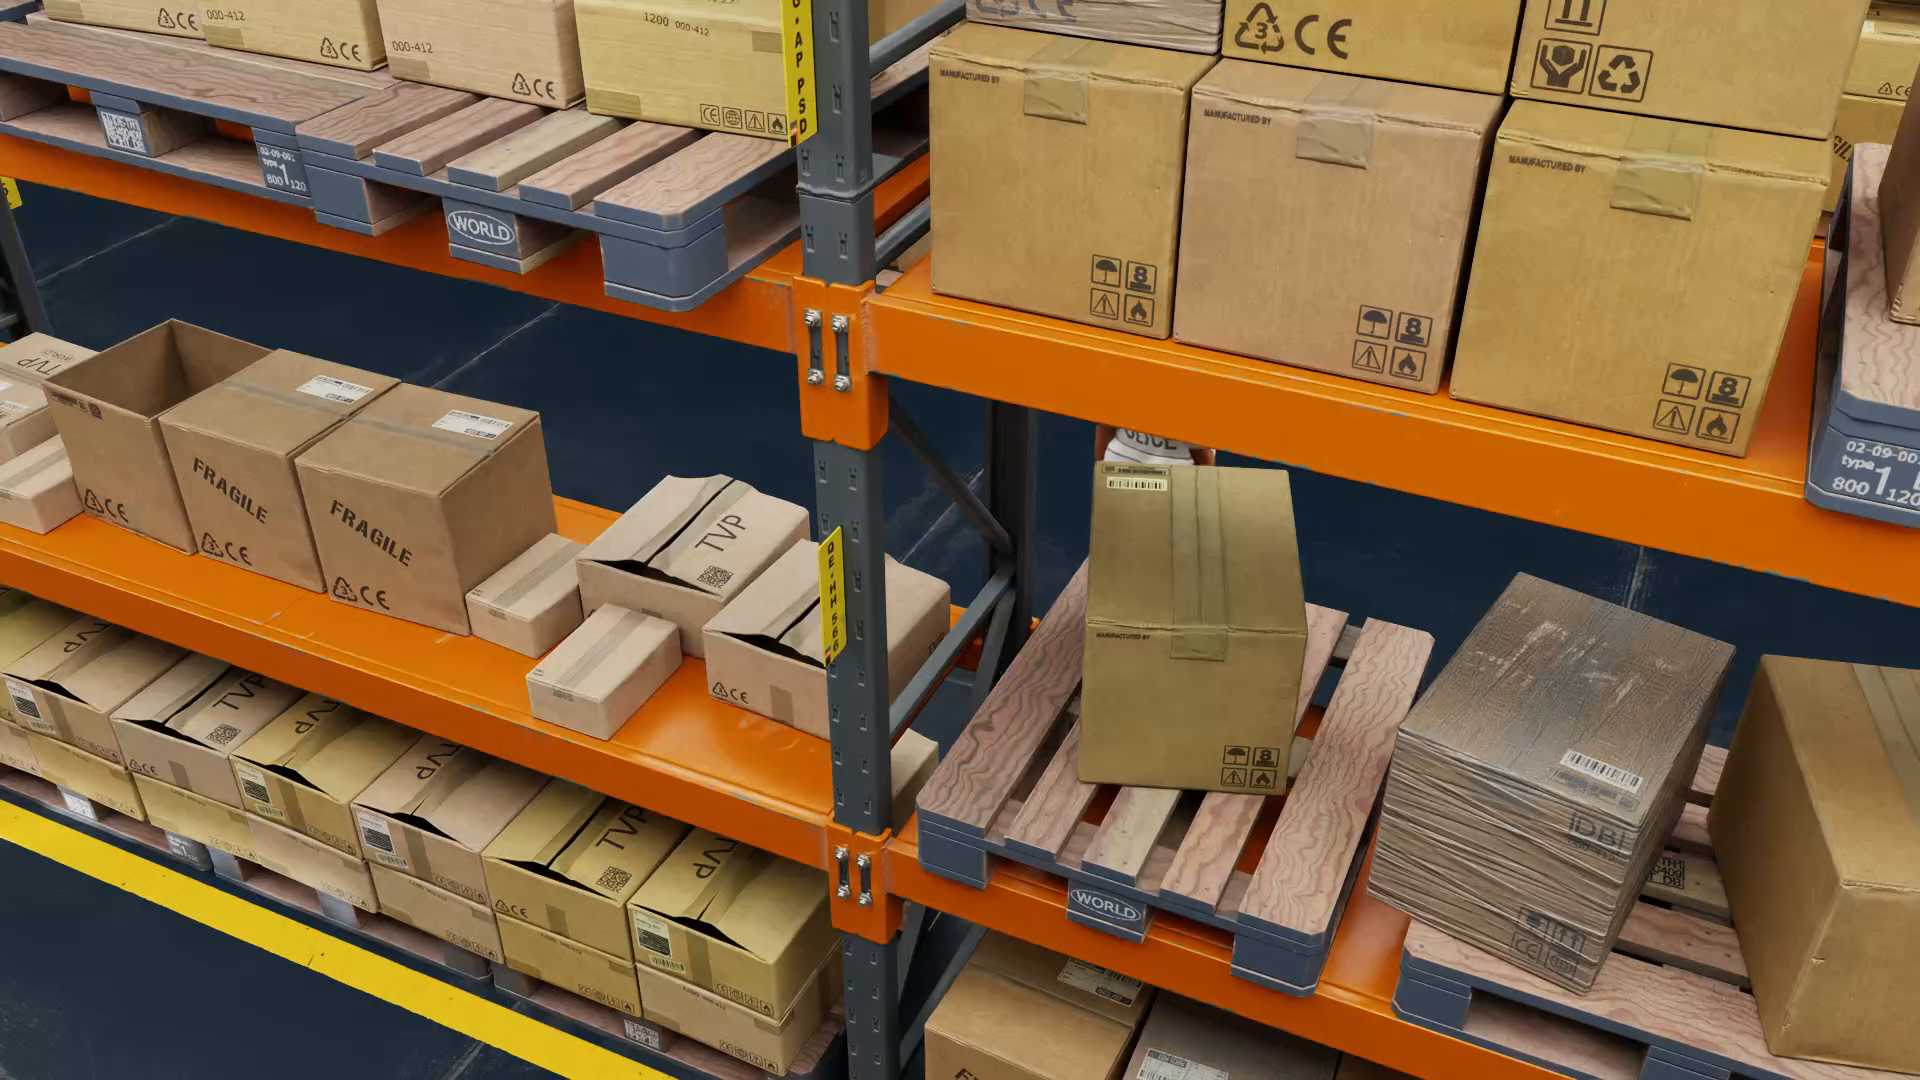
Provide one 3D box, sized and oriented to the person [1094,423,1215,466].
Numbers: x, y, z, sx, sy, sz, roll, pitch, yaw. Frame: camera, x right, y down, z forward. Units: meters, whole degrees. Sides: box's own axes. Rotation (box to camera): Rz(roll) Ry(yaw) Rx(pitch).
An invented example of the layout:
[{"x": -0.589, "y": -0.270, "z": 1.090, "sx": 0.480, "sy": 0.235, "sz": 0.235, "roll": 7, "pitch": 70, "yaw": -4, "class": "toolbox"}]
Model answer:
[{"x": 0.811, "y": -0.230, "z": 6.464, "sx": 0.485, "sy": 1.656, "sz": 0.631, "roll": 24, "pitch": 41, "yaw": 31, "class": "person"}]
